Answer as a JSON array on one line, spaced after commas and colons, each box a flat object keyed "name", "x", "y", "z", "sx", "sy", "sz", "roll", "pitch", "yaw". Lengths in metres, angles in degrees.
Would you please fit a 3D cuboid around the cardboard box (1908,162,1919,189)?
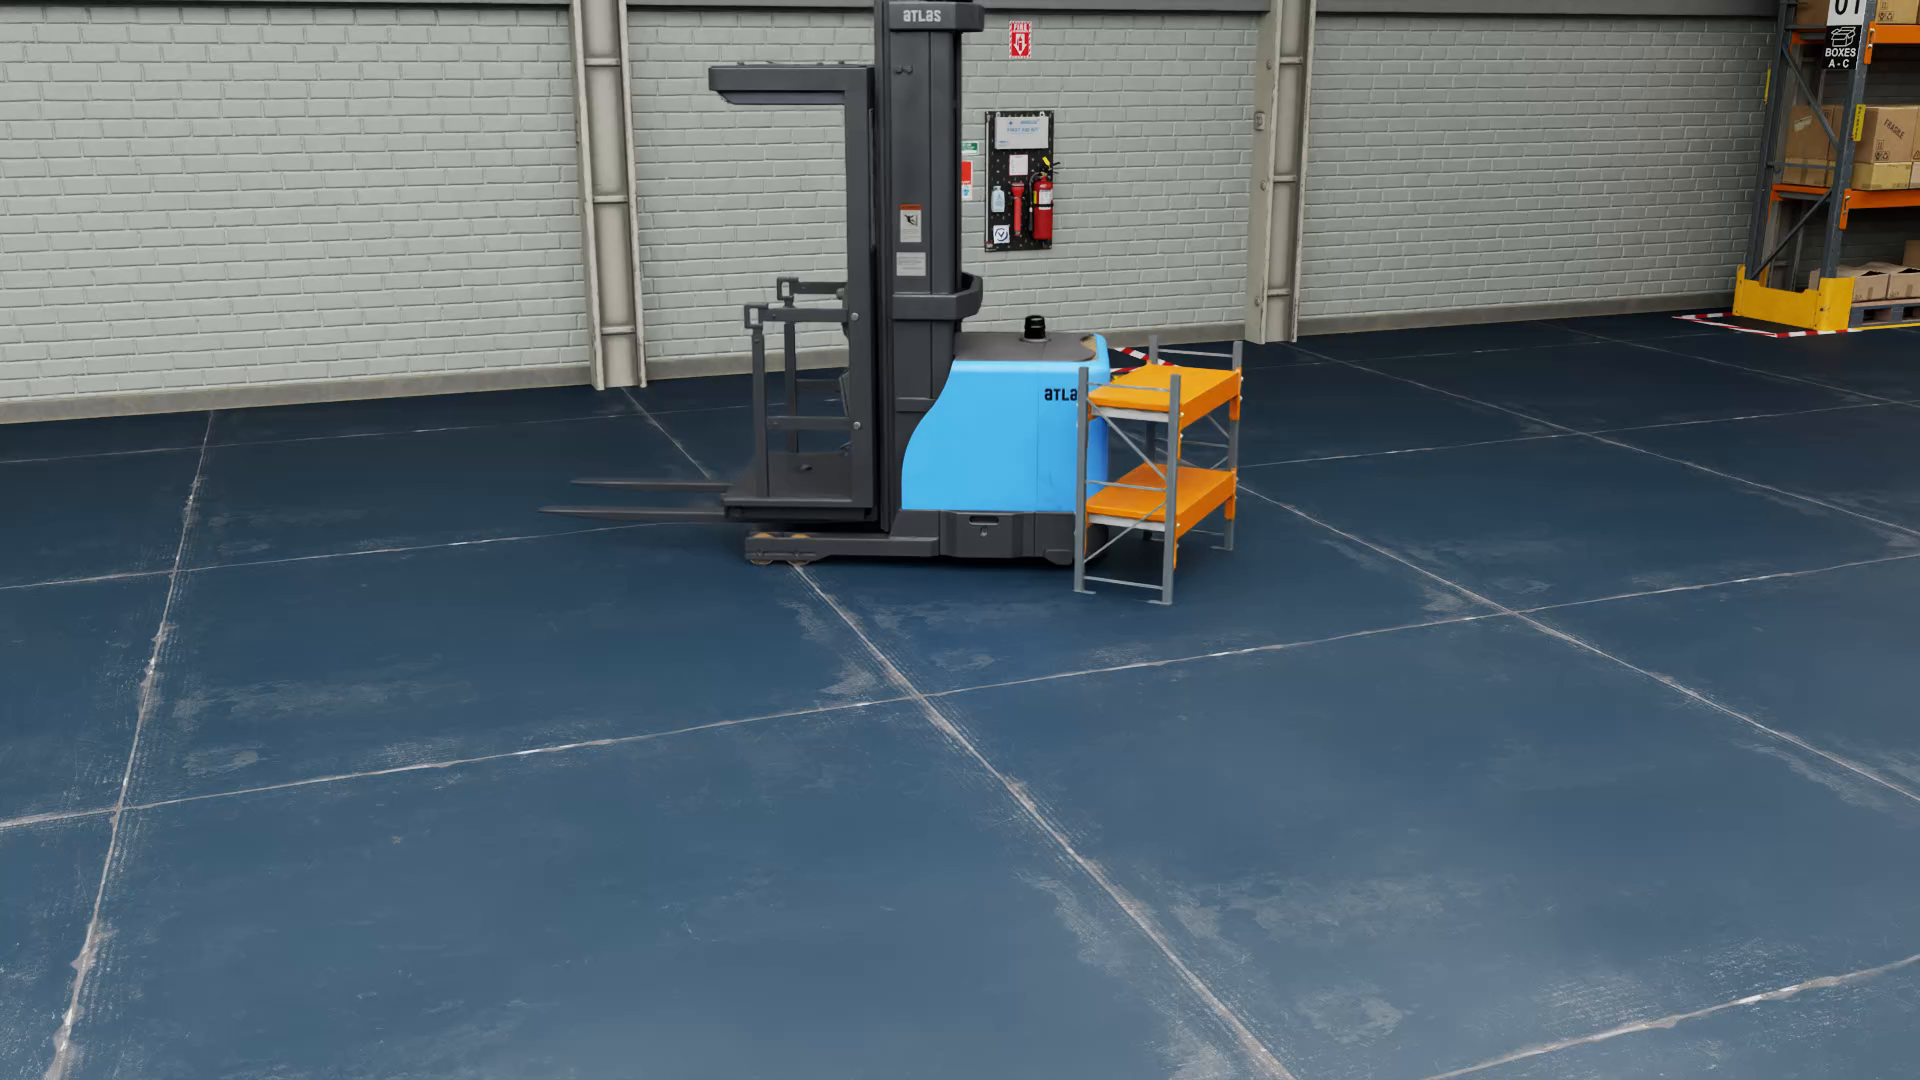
[{"name": "cardboard box", "x": 9.176, "y": -3.553, "z": 16.105, "sx": 0.500, "sy": 0.250, "sz": 0.500, "roll": -7, "pitch": 18, "yaw": -22}]

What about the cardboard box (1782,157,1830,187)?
[{"name": "cardboard box", "x": 8.494, "y": -3.630, "z": 16.365, "sx": 0.500, "sy": 0.250, "sz": 0.500, "roll": -6, "pitch": 17, "yaw": -19}]

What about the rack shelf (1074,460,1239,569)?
[{"name": "rack shelf", "x": 1.015, "y": -0.151, "z": 8.484, "sx": 0.538, "sy": 0.278, "sz": 1.000, "roll": 8, "pitch": 18, "yaw": 24}]

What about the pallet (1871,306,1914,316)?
[{"name": "pallet", "x": 10.107, "y": -2.458, "z": 17.094, "sx": 1.213, "sy": 0.211, "sz": 1.003, "roll": -6, "pitch": 17, "yaw": -20}]

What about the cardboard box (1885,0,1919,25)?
[{"name": "cardboard box", "x": 9.043, "y": -5.103, "z": 15.617, "sx": 0.500, "sy": 0.500, "sz": 0.500, "roll": -5, "pitch": 17, "yaw": -16}]

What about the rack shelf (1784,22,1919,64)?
[{"name": "rack shelf", "x": 9.995, "y": -4.890, "z": 16.378, "sx": 4.000, "sy": 0.370, "sz": 1.077, "roll": -6, "pitch": 17, "yaw": -20}]

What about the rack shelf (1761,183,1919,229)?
[{"name": "rack shelf", "x": 9.995, "y": -3.450, "z": 16.801, "sx": 4.000, "sy": 0.370, "sz": 1.077, "roll": -6, "pitch": 17, "yaw": -20}]

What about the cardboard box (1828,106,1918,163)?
[{"name": "cardboard box", "x": 8.680, "y": -3.860, "z": 15.820, "sx": 0.500, "sy": 0.500, "sz": 0.500, "roll": -6, "pitch": 17, "yaw": -20}]

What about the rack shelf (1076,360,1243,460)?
[{"name": "rack shelf", "x": 1.015, "y": -0.667, "z": 8.333, "sx": 0.538, "sy": 0.278, "sz": 1.000, "roll": 8, "pitch": 18, "yaw": 24}]

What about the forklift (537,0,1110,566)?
[{"name": "forklift", "x": -0.721, "y": -1.417, "z": 8.722, "sx": 3.031, "sy": 2.935, "sz": 1.130, "roll": 1, "pitch": 16, "yaw": 3}]

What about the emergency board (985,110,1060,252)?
[{"name": "emergency board", "x": 0.547, "y": -3.048, "z": 14.154, "sx": 0.643, "sy": 1.169, "sz": 0.194, "roll": -6, "pitch": 17, "yaw": -20}]

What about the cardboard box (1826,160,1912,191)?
[{"name": "cardboard box", "x": 8.696, "y": -3.497, "z": 15.914, "sx": 0.500, "sy": 0.250, "sz": 0.500, "roll": -7, "pitch": 18, "yaw": -22}]

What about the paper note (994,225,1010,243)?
[{"name": "paper note", "x": 0.357, "y": -2.626, "z": 14.279, "sx": 0.142, "sy": 0.148, "sz": 0.016, "roll": -6, "pitch": 17, "yaw": -20}]

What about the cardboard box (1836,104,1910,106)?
[{"name": "cardboard box", "x": 8.965, "y": -4.043, "z": 16.442, "sx": 0.500, "sy": 0.500, "sz": 0.500, "roll": -6, "pitch": 17, "yaw": -19}]

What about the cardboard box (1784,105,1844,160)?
[{"name": "cardboard box", "x": 8.491, "y": -3.995, "z": 16.278, "sx": 0.500, "sy": 0.500, "sz": 0.500, "roll": -6, "pitch": 18, "yaw": -21}]

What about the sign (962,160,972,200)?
[{"name": "sign", "x": -0.006, "y": -3.037, "z": 14.052, "sx": 0.234, "sy": 0.329, "sz": 0.001, "roll": -6, "pitch": 17, "yaw": -20}]

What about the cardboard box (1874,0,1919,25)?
[{"name": "cardboard box", "x": 8.529, "y": -5.059, "z": 15.464, "sx": 0.500, "sy": 0.500, "sz": 0.500, "roll": -6, "pitch": 17, "yaw": -19}]

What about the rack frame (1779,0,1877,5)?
[{"name": "rack frame", "x": 8.127, "y": -6.472, "z": 15.168, "sx": 0.127, "sy": 3.000, "sz": 1.000, "roll": -6, "pitch": 17, "yaw": -20}]

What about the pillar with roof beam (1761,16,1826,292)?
[{"name": "pillar with roof beam", "x": 10.012, "y": -5.638, "z": 12.326, "sx": 0.400, "sy": 9.000, "sz": 9.100, "roll": -6, "pitch": 17, "yaw": -20}]

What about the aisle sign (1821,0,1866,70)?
[{"name": "aisle sign", "x": 8.167, "y": -4.755, "z": 15.353, "sx": 0.004, "sy": 0.787, "sz": 0.394, "roll": -6, "pitch": 17, "yaw": -20}]

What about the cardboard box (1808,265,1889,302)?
[{"name": "cardboard box", "x": 8.805, "y": -2.561, "z": 16.487, "sx": 0.500, "sy": 0.311, "sz": 0.500, "roll": -8, "pitch": 18, "yaw": -26}]

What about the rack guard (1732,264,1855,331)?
[{"name": "rack guard", "x": 8.198, "y": -2.402, "z": 16.391, "sx": 0.348, "sy": 0.500, "sz": 1.175, "roll": -6, "pitch": 17, "yaw": -20}]

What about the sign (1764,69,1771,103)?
[{"name": "sign", "x": 7.947, "y": -4.449, "z": 16.309, "sx": 0.005, "sy": 0.325, "sz": 0.100, "roll": -6, "pitch": 17, "yaw": -20}]

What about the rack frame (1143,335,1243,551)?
[{"name": "rack frame", "x": 1.234, "y": -0.515, "z": 8.856, "sx": 0.500, "sy": 1.125, "sz": 0.032, "roll": 8, "pitch": 18, "yaw": 24}]

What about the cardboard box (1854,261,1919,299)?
[{"name": "cardboard box", "x": 9.338, "y": -2.618, "z": 16.682, "sx": 0.500, "sy": 0.311, "sz": 0.500, "roll": -5, "pitch": 17, "yaw": -15}]

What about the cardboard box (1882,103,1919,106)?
[{"name": "cardboard box", "x": 9.446, "y": -4.096, "z": 16.623, "sx": 0.500, "sy": 0.500, "sz": 0.500, "roll": -7, "pitch": 18, "yaw": -22}]

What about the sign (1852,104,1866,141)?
[{"name": "sign", "x": 8.321, "y": -3.867, "z": 15.405, "sx": 0.005, "sy": 0.325, "sz": 0.100, "roll": -6, "pitch": 17, "yaw": -20}]

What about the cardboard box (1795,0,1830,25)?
[{"name": "cardboard box", "x": 8.426, "y": -5.199, "z": 15.944, "sx": 0.500, "sy": 0.500, "sz": 0.500, "roll": -5, "pitch": 17, "yaw": -16}]

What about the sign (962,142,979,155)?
[{"name": "sign", "x": 0.002, "y": -3.289, "z": 13.971, "sx": 0.331, "sy": 0.109, "sz": 0.001, "roll": -6, "pitch": 17, "yaw": -20}]

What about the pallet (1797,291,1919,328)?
[{"name": "pallet", "x": 8.969, "y": -2.336, "z": 16.679, "sx": 1.213, "sy": 0.211, "sz": 1.003, "roll": -6, "pitch": 17, "yaw": -20}]

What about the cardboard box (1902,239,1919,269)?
[{"name": "cardboard box", "x": 10.041, "y": -2.770, "z": 16.863, "sx": 0.500, "sy": 0.500, "sz": 0.700, "roll": -7, "pitch": 18, "yaw": -24}]

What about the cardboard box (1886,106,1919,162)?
[{"name": "cardboard box", "x": 9.146, "y": -3.908, "z": 15.981, "sx": 0.500, "sy": 0.500, "sz": 0.500, "roll": -6, "pitch": 17, "yaw": -20}]

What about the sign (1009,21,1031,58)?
[{"name": "sign", "x": 0.504, "y": -4.186, "z": 13.914, "sx": 0.199, "sy": 0.298, "sz": 0.001, "roll": -6, "pitch": 17, "yaw": -20}]

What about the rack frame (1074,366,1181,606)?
[{"name": "rack frame", "x": 0.796, "y": -0.256, "z": 7.975, "sx": 0.500, "sy": 1.125, "sz": 0.032, "roll": 8, "pitch": 18, "yaw": 24}]

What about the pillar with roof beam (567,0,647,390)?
[{"name": "pillar with roof beam", "x": -1.194, "y": -4.428, "z": 8.206, "sx": 0.400, "sy": 9.000, "sz": 9.100, "roll": -6, "pitch": 17, "yaw": -20}]

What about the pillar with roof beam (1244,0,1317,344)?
[{"name": "pillar with roof beam", "x": 4.409, "y": -5.033, "z": 10.266, "sx": 0.400, "sy": 9.000, "sz": 9.100, "roll": -6, "pitch": 17, "yaw": -20}]

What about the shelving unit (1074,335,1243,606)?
[{"name": "shelving unit", "x": 1.015, "y": -0.386, "z": 8.415, "sx": 0.538, "sy": 1.125, "sz": 1.048, "roll": 8, "pitch": 18, "yaw": 24}]

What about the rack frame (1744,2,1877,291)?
[{"name": "rack frame", "x": 8.127, "y": -3.594, "z": 16.013, "sx": 0.127, "sy": 3.000, "sz": 1.000, "roll": -6, "pitch": 17, "yaw": -20}]
